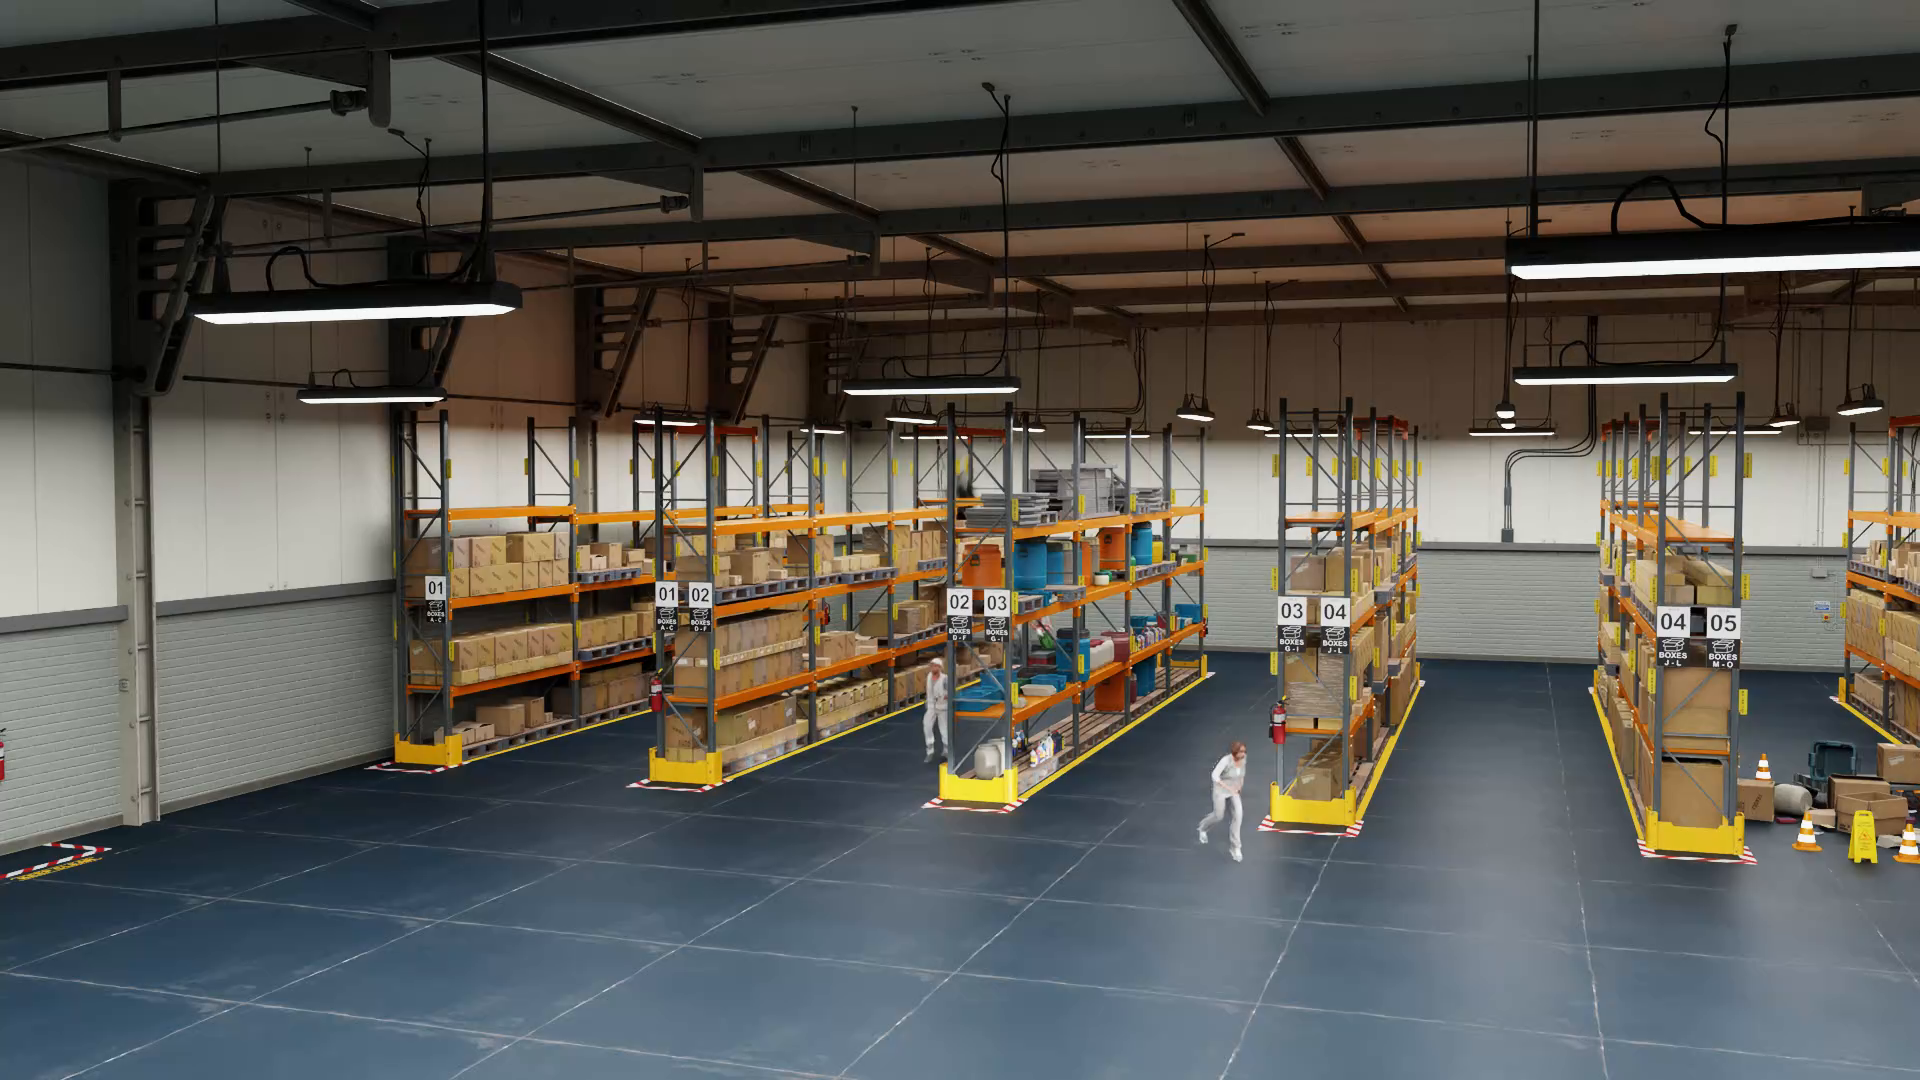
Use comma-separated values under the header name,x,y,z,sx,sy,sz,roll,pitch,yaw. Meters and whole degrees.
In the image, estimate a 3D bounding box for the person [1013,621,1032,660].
name,x,y,z,sx,sy,sz,roll,pitch,yaw
person,1.558,2.339,42.719,0.825,1.678,0.624,2,3,33

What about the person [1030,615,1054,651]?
name,x,y,z,sx,sy,sz,roll,pitch,yaw
person,2.091,2.349,41.962,0.666,1.728,0.570,-2,3,-35

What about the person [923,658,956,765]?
name,x,y,z,sx,sy,sz,roll,pitch,yaw
person,-0.347,2.906,28.291,0.615,1.817,0.824,1,3,25

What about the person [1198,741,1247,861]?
name,x,y,z,sx,sy,sz,roll,pitch,yaw
person,3.412,3.331,21.626,0.576,1.546,0.920,-2,3,-32
